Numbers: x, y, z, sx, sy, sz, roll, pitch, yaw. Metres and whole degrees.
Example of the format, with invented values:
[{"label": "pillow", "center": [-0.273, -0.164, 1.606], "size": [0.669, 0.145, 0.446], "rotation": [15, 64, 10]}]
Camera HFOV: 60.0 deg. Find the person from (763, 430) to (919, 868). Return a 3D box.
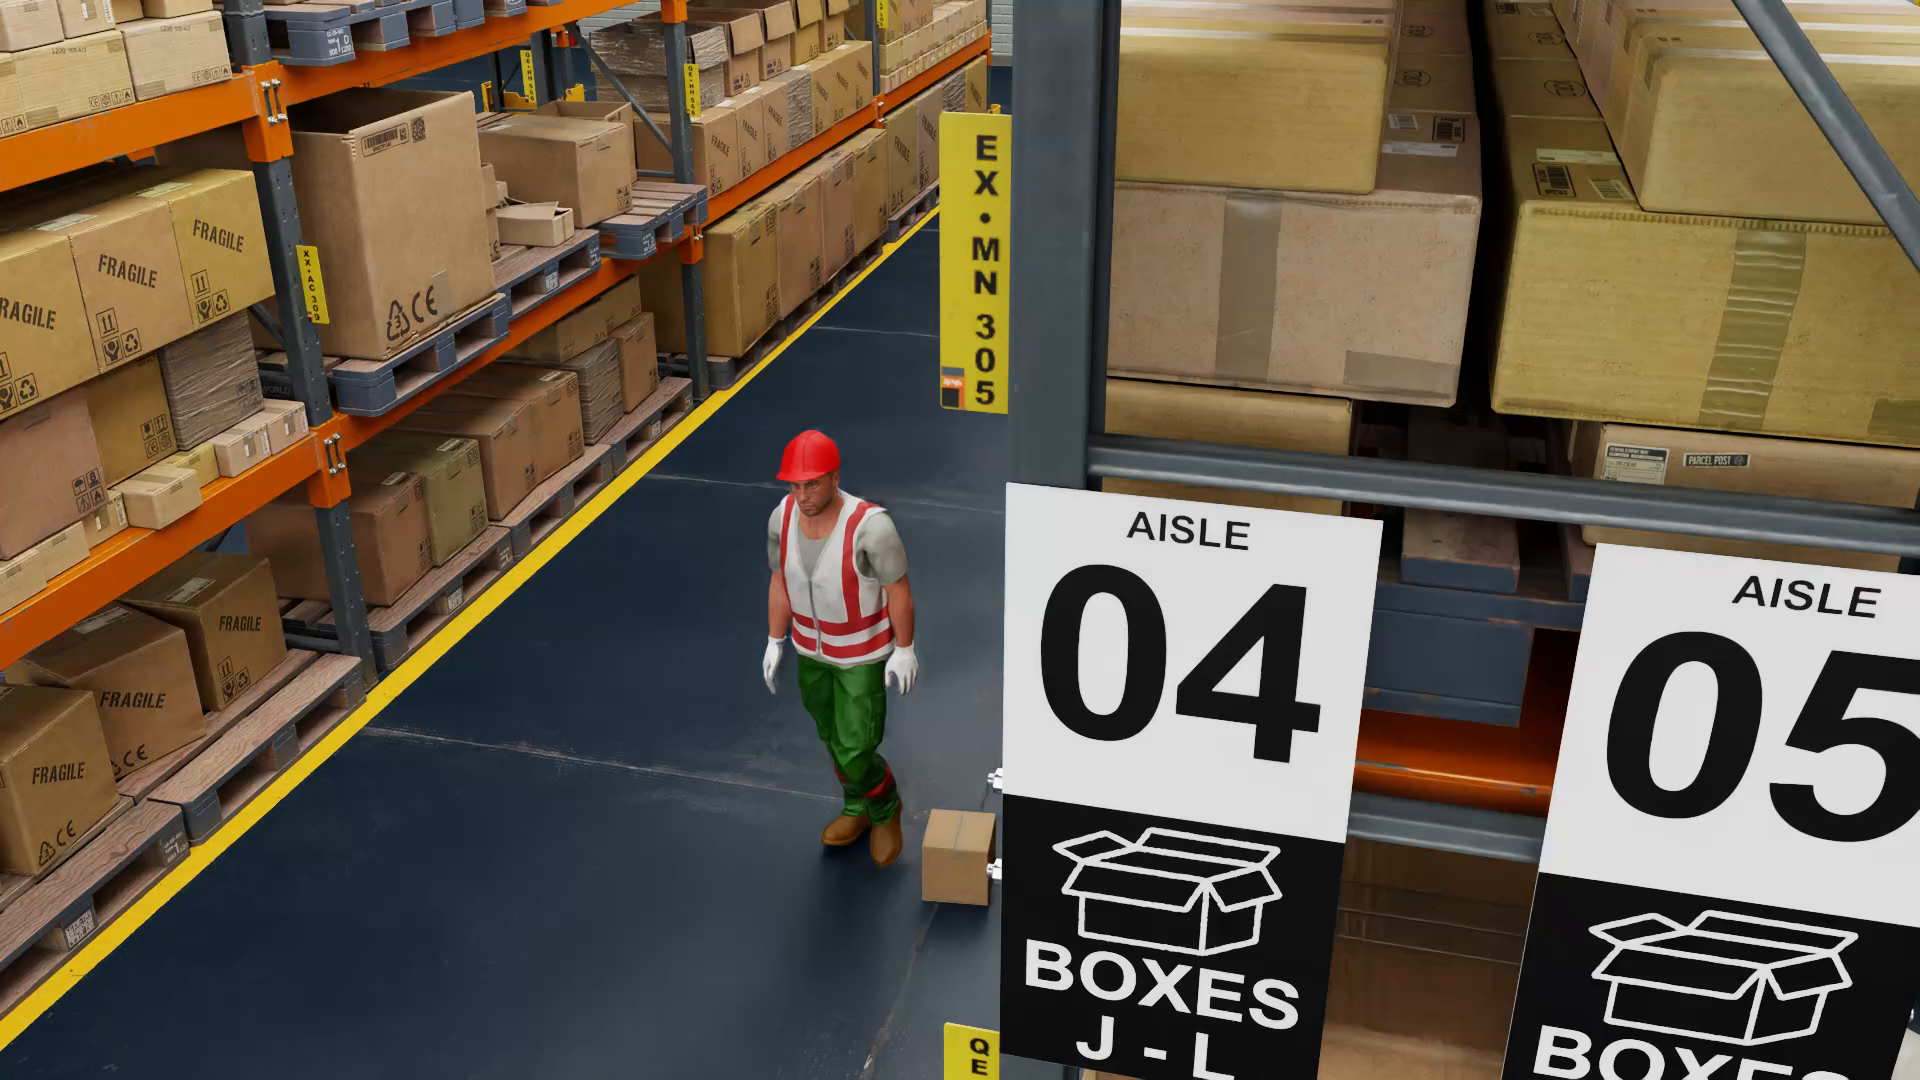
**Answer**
[{"label": "person", "center": [-0.438, 0.417, 6.146], "size": [0.566, 1.787, 0.500], "rotation": [15, 29, 29]}]
